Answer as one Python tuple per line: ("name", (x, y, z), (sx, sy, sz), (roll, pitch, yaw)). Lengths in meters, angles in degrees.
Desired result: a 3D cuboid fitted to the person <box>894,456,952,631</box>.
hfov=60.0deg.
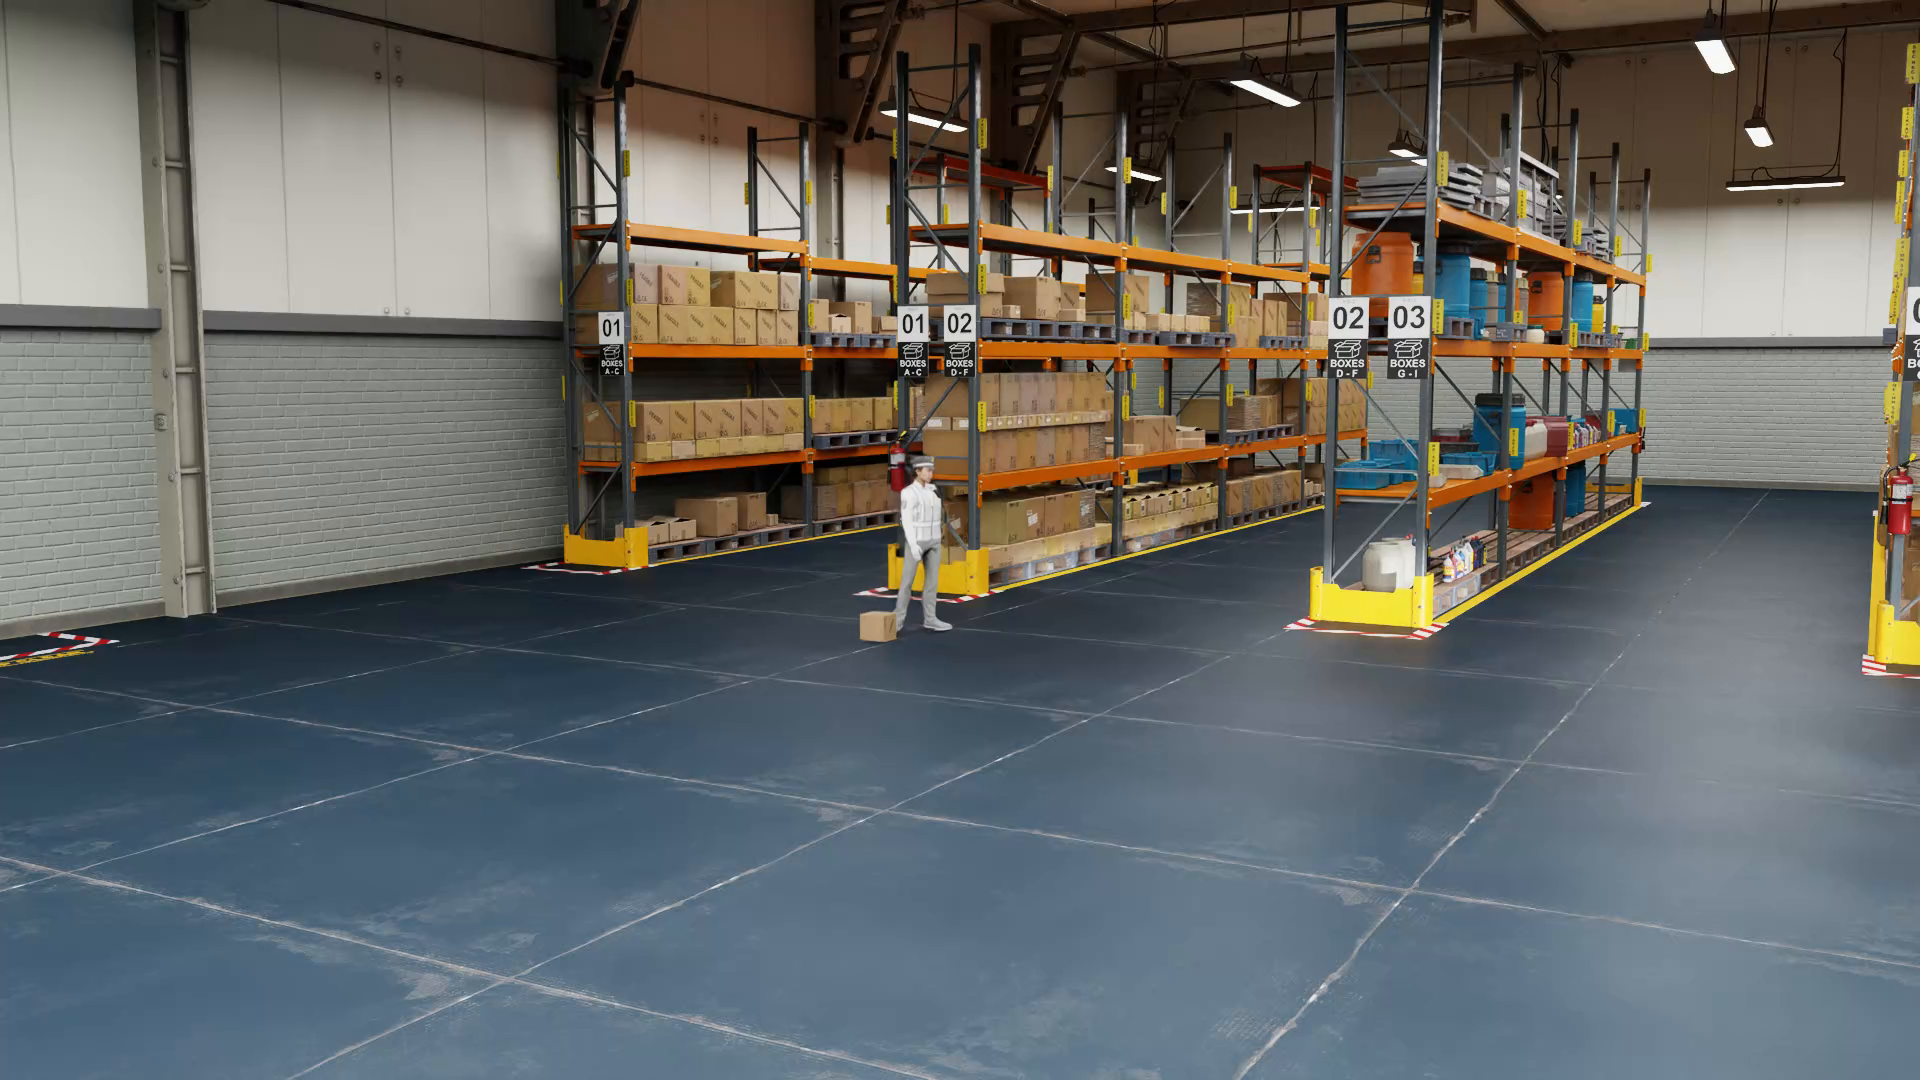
("person", (-0.408, 0.039, 15.842), (0.608, 1.685, 0.421), (-6, 8, -42))
